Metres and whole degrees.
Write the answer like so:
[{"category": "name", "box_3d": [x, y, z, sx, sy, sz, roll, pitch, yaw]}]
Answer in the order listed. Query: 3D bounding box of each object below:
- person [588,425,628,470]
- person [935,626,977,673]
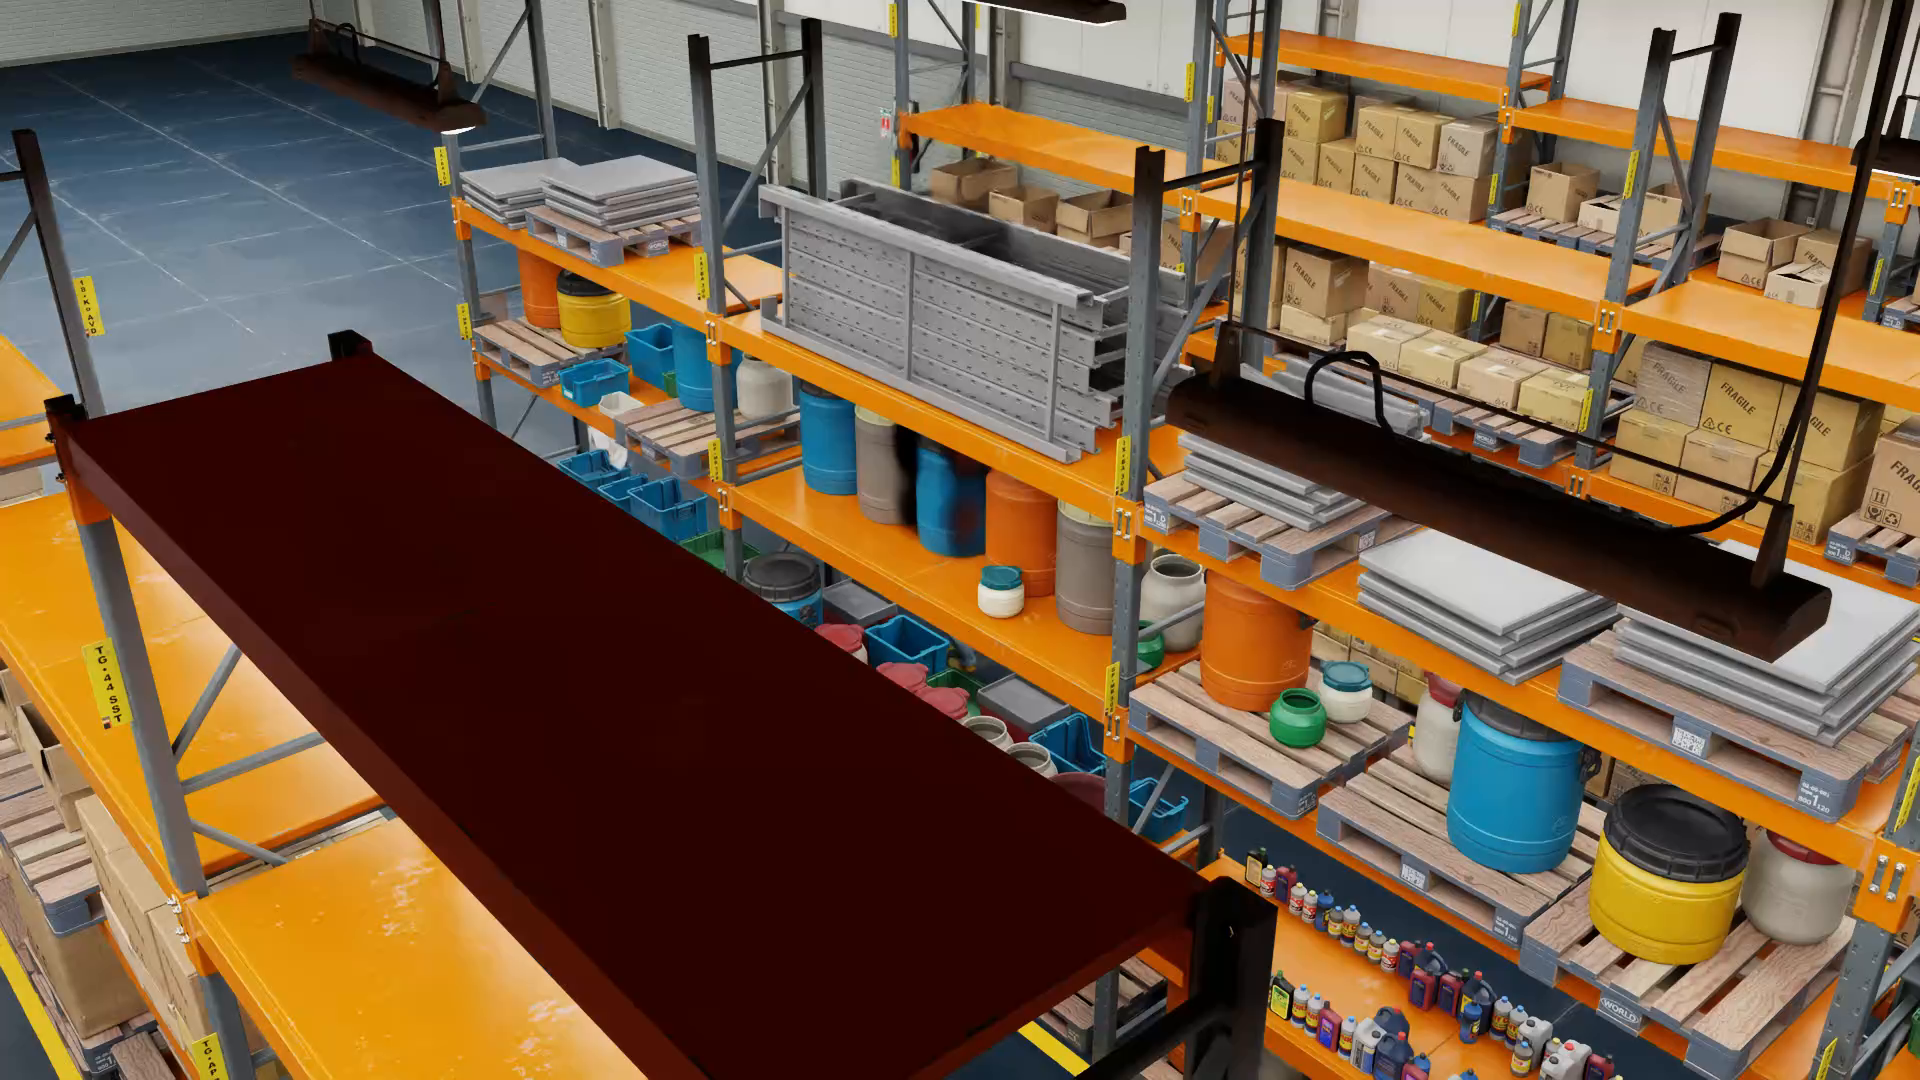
[{"category": "person", "box_3d": [-3.616, -0.771, 17.170, 0.832, 1.735, 0.764, 6, 28, 11]}, {"category": "person", "box_3d": [-0.108, 0.515, 14.951, 0.663, 1.564, 0.434, 23, 35, 38]}]
